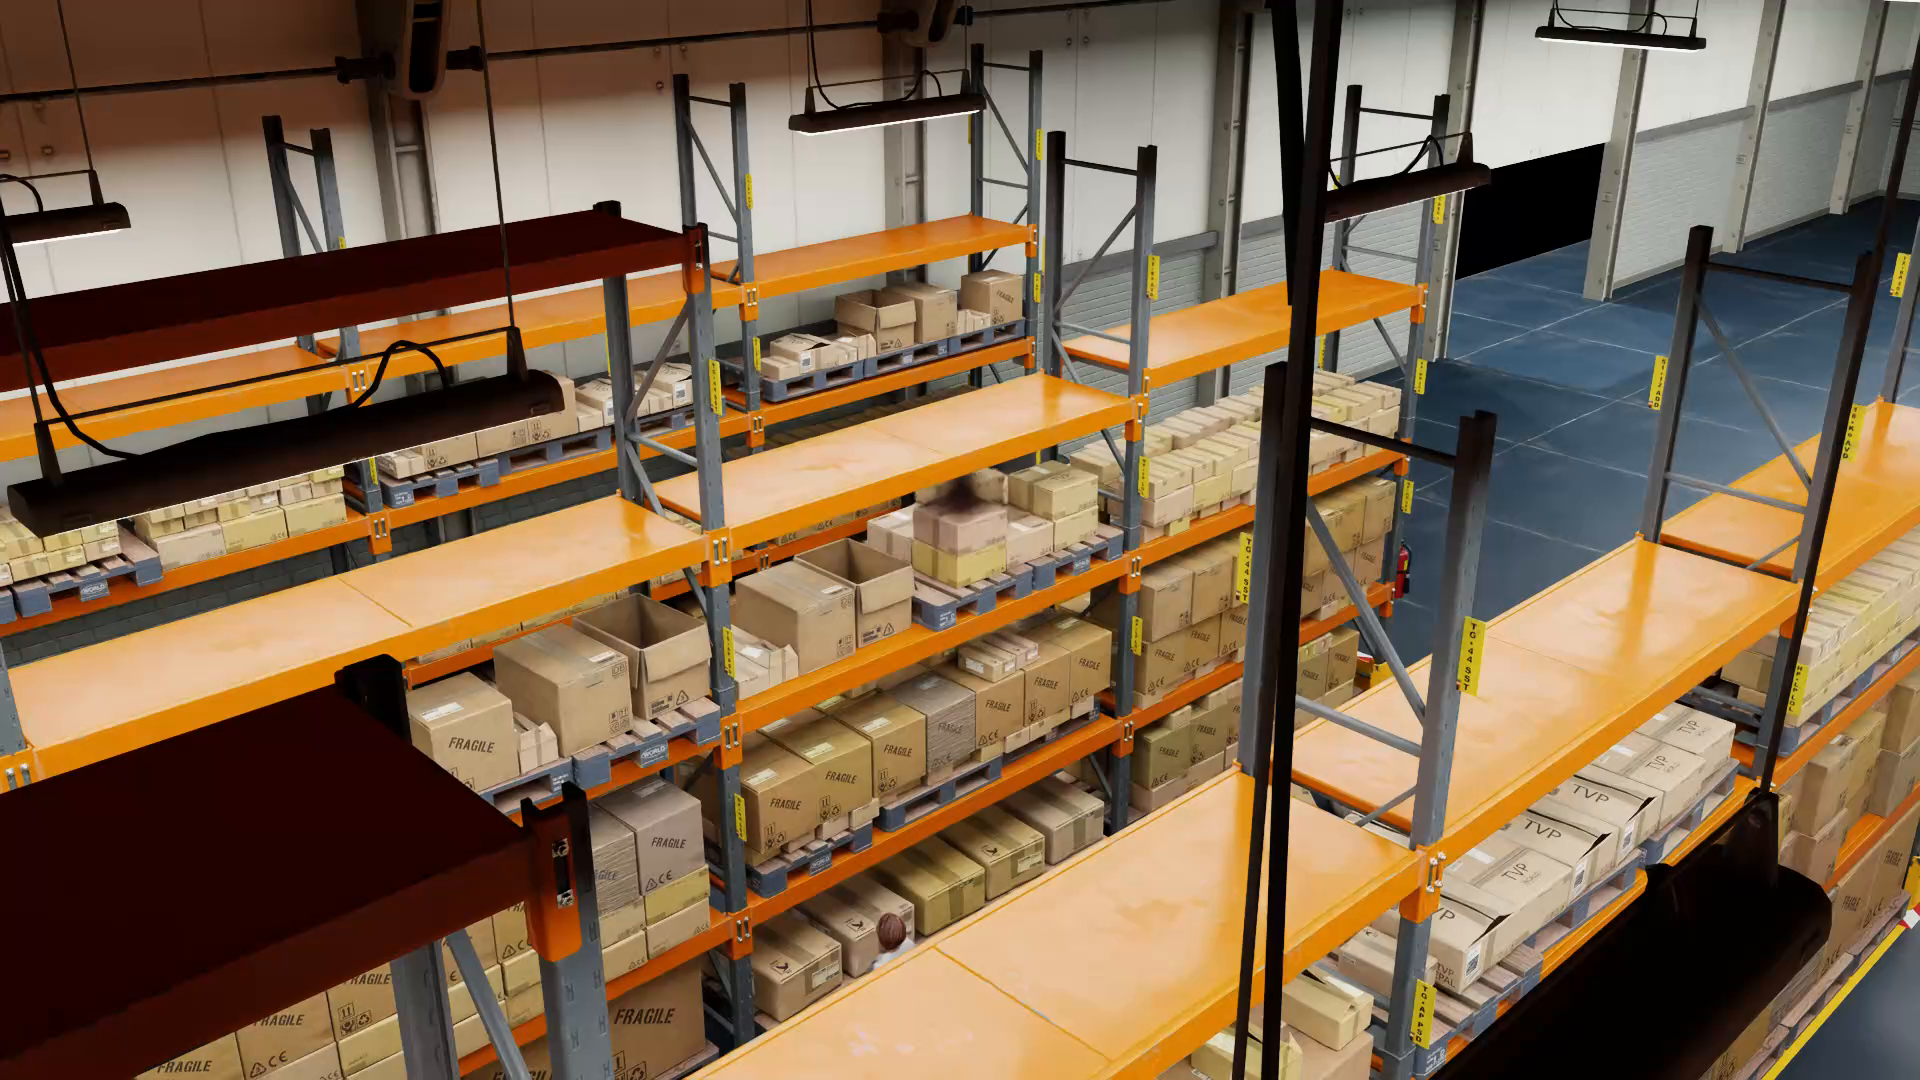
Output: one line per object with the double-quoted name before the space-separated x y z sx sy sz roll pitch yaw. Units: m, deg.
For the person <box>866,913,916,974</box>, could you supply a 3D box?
"person" -0.394 3.174 11.093 0.354 1.630 0.530 14 26 30
